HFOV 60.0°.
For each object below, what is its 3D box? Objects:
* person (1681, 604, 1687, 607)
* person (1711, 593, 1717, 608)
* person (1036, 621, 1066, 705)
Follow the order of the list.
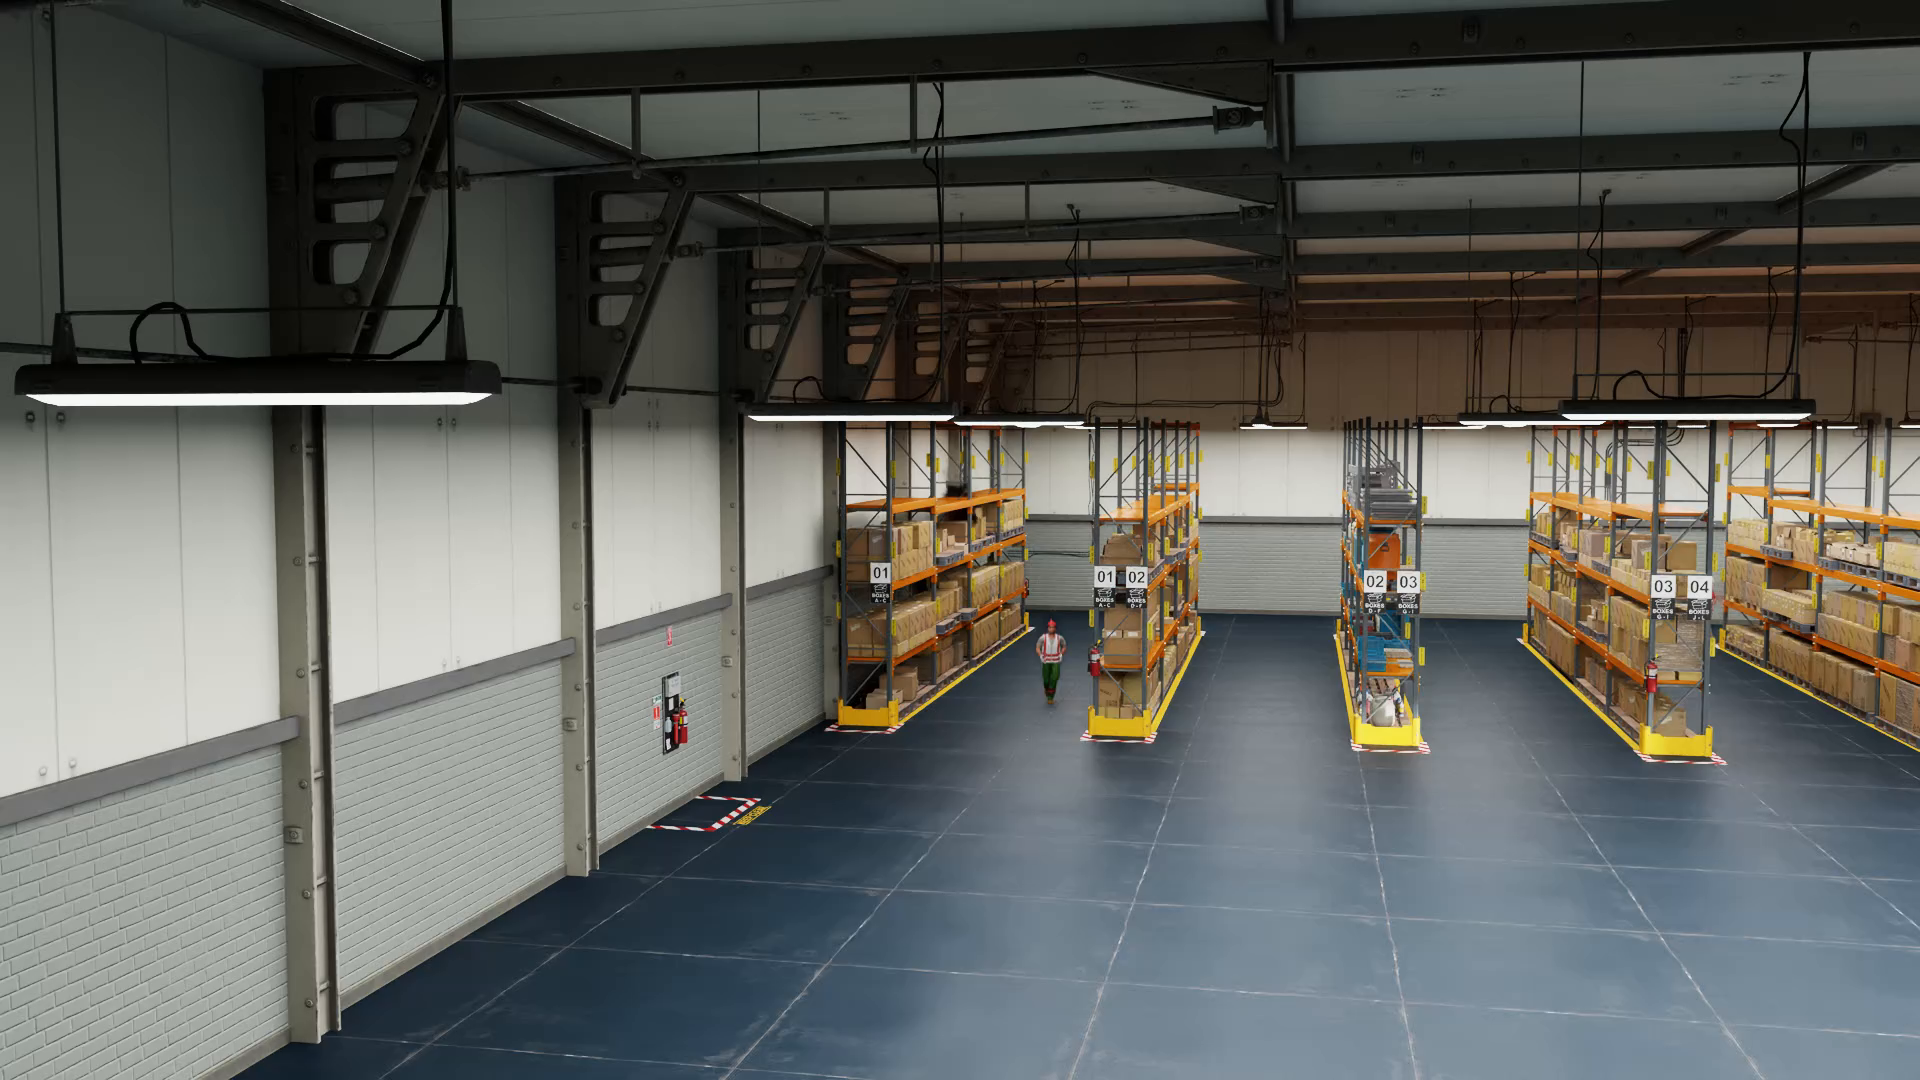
[{"bbox_3d":[19.196,1.958,44.788,0.540,1.708,0.756,-2,4,-29],"label":"person"},{"bbox_3d":[20.192,1.960,45.348,0.929,1.724,0.773,-1,4,-11],"label":"person"},{"bbox_3d":[1.921,2.574,35.015,0.649,1.755,0.761,0,4,-1],"label":"person"}]
